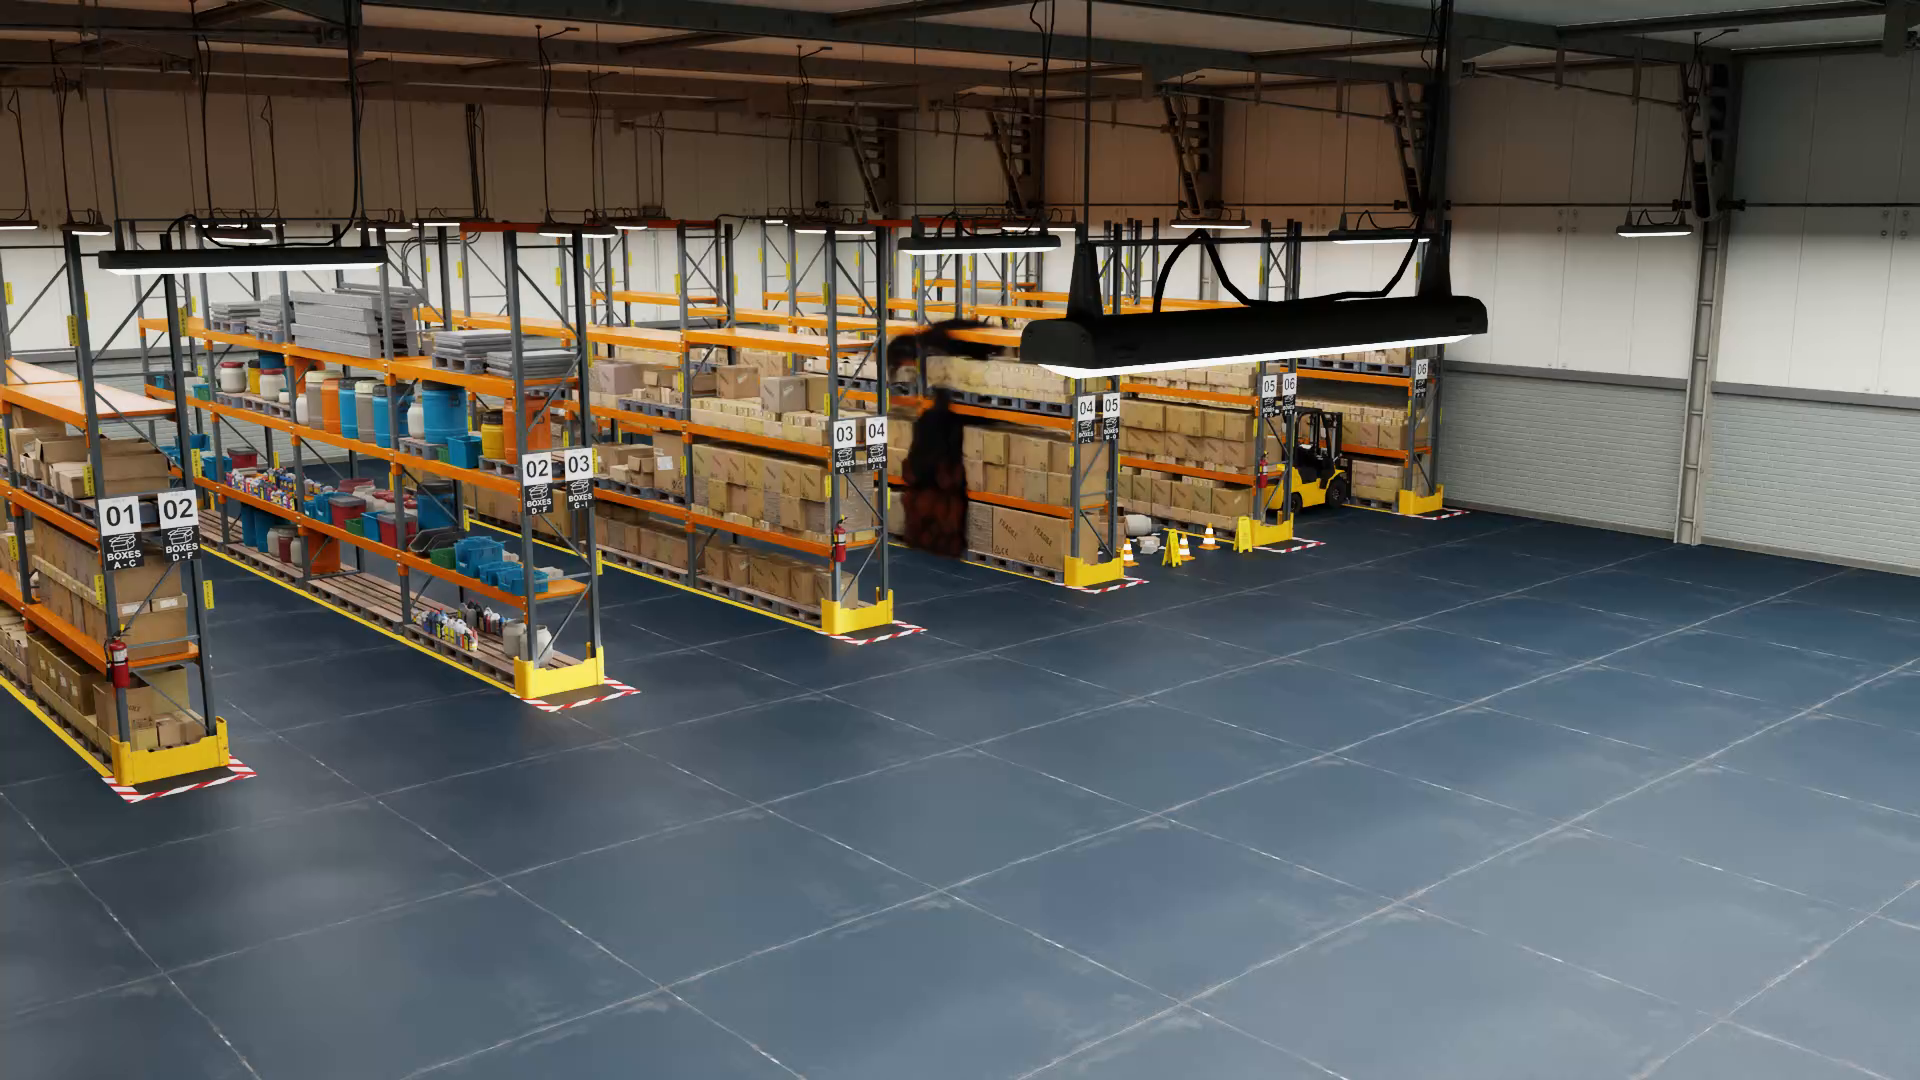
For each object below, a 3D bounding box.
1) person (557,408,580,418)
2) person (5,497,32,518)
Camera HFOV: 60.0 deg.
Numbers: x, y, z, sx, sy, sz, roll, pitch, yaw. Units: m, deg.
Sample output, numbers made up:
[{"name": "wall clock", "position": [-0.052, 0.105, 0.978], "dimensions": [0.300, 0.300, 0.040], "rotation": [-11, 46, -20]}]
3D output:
[{"name": "person", "position": [-9.504, -2.627, 40.404], "dimensions": [0.676, 1.817, 0.876], "rotation": [7, 13, 31]}, {"name": "person", "position": [-17.723, -0.771, 31.228], "dimensions": [0.683, 1.762, 0.865], "rotation": [-11, 16, -43]}]
